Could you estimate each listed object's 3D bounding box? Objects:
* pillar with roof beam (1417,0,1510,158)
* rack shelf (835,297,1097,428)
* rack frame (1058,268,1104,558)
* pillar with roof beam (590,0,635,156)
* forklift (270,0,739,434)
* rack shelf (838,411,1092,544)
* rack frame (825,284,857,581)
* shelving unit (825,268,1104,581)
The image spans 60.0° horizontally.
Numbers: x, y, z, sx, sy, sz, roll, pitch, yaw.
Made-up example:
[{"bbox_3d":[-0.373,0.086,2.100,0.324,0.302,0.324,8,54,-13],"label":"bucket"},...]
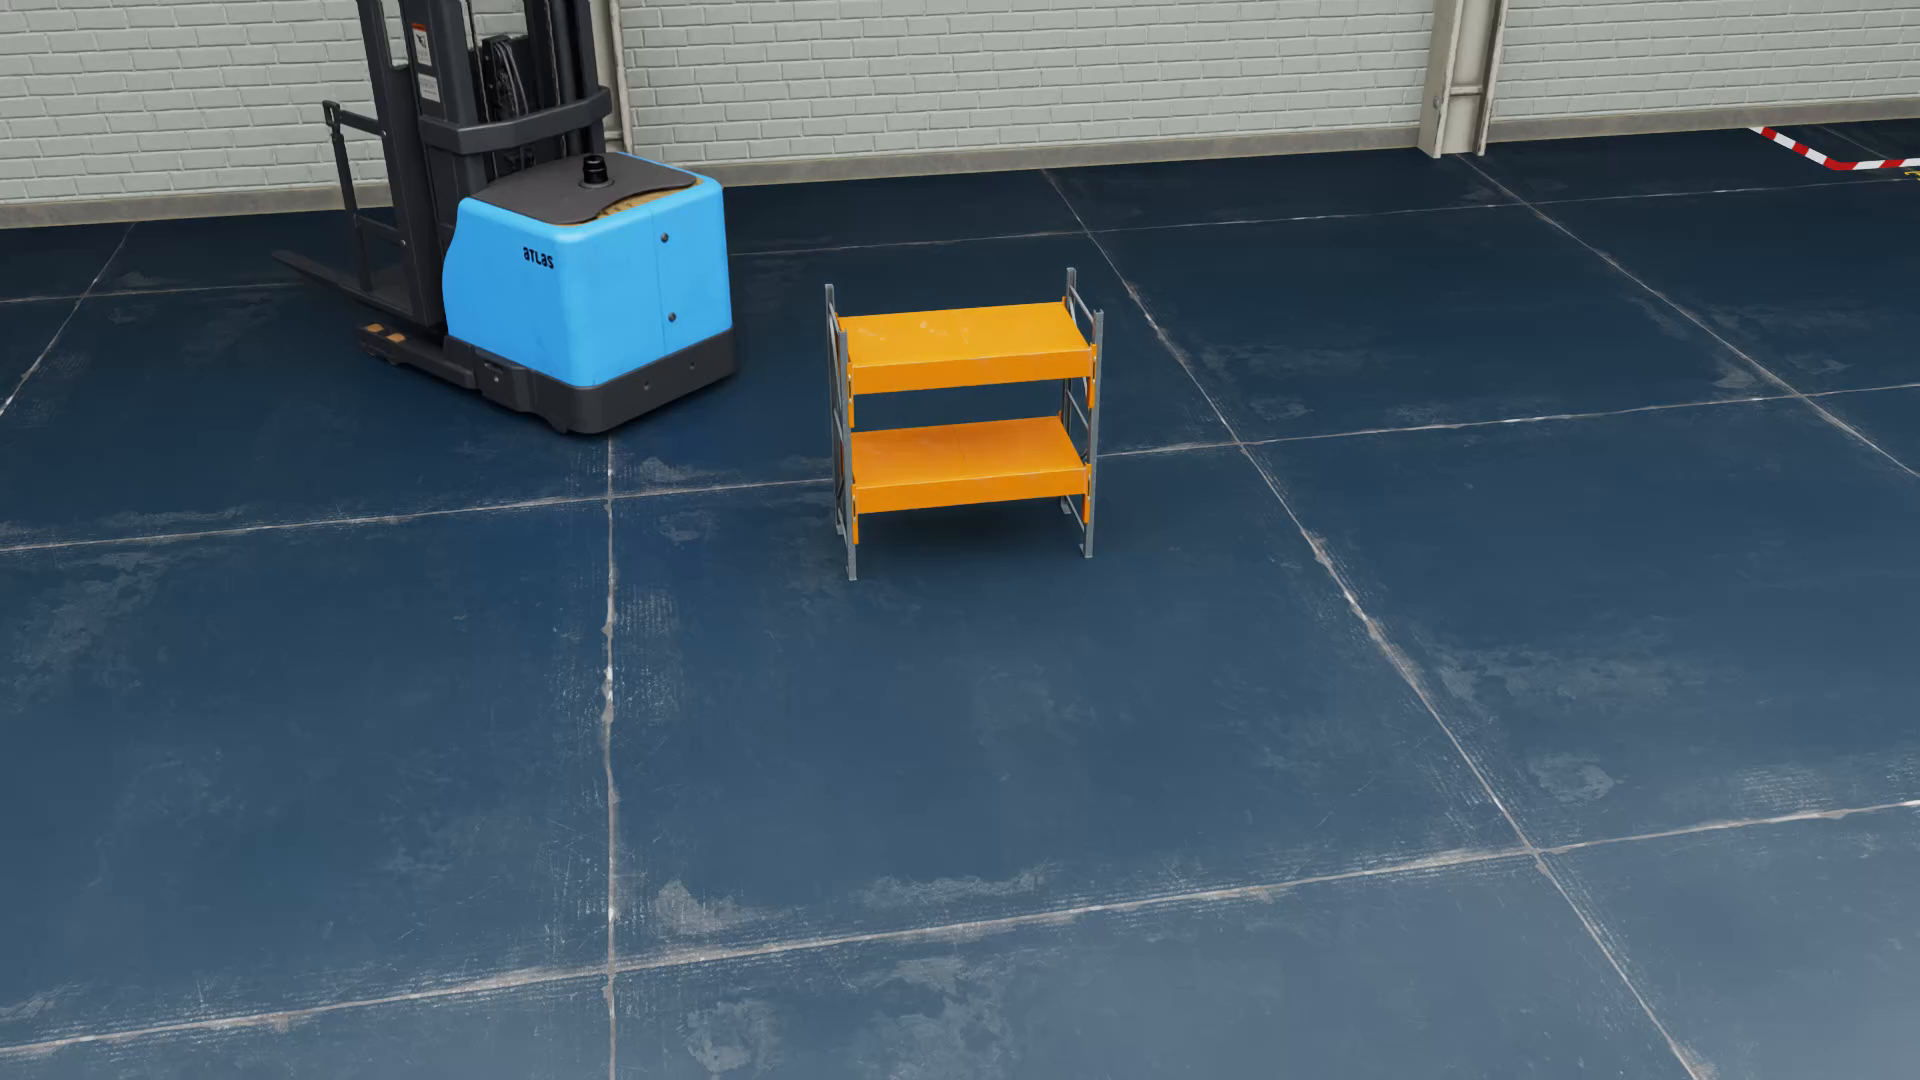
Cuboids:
[{"bbox_3d":[4.328,-4.559,6.125,0.400,9.000,9.100,-5,31,-9],"label":"pillar with roof beam"},{"bbox_3d":[0.007,-0.738,6.818,1.000,0.278,0.538,-5,31,-9],"label":"rack shelf"},{"bbox_3d":[0.507,-0.532,7.045,0.032,1.125,0.500,-5,31,-9],"label":"rack frame"},{"bbox_3d":[-1.574,-4.011,5.193,0.400,9.000,9.100,-5,31,-9],"label":"pillar with roof beam"},{"bbox_3d":[-2.611,-2.378,8.402,3.031,2.935,1.130,22,37,33],"label":"forklift"},{"bbox_3d":[0.007,-0.275,7.090,1.000,0.278,0.538,-5,31,-9],"label":"rack shelf"},{"bbox_3d":[-0.493,-0.439,6.887,0.032,1.125,0.500,-5,31,-9],"label":"rack frame"},{"bbox_3d":[0.007,-0.486,6.966,1.048,1.125,0.538,-5,31,-9],"label":"shelving unit"}]
